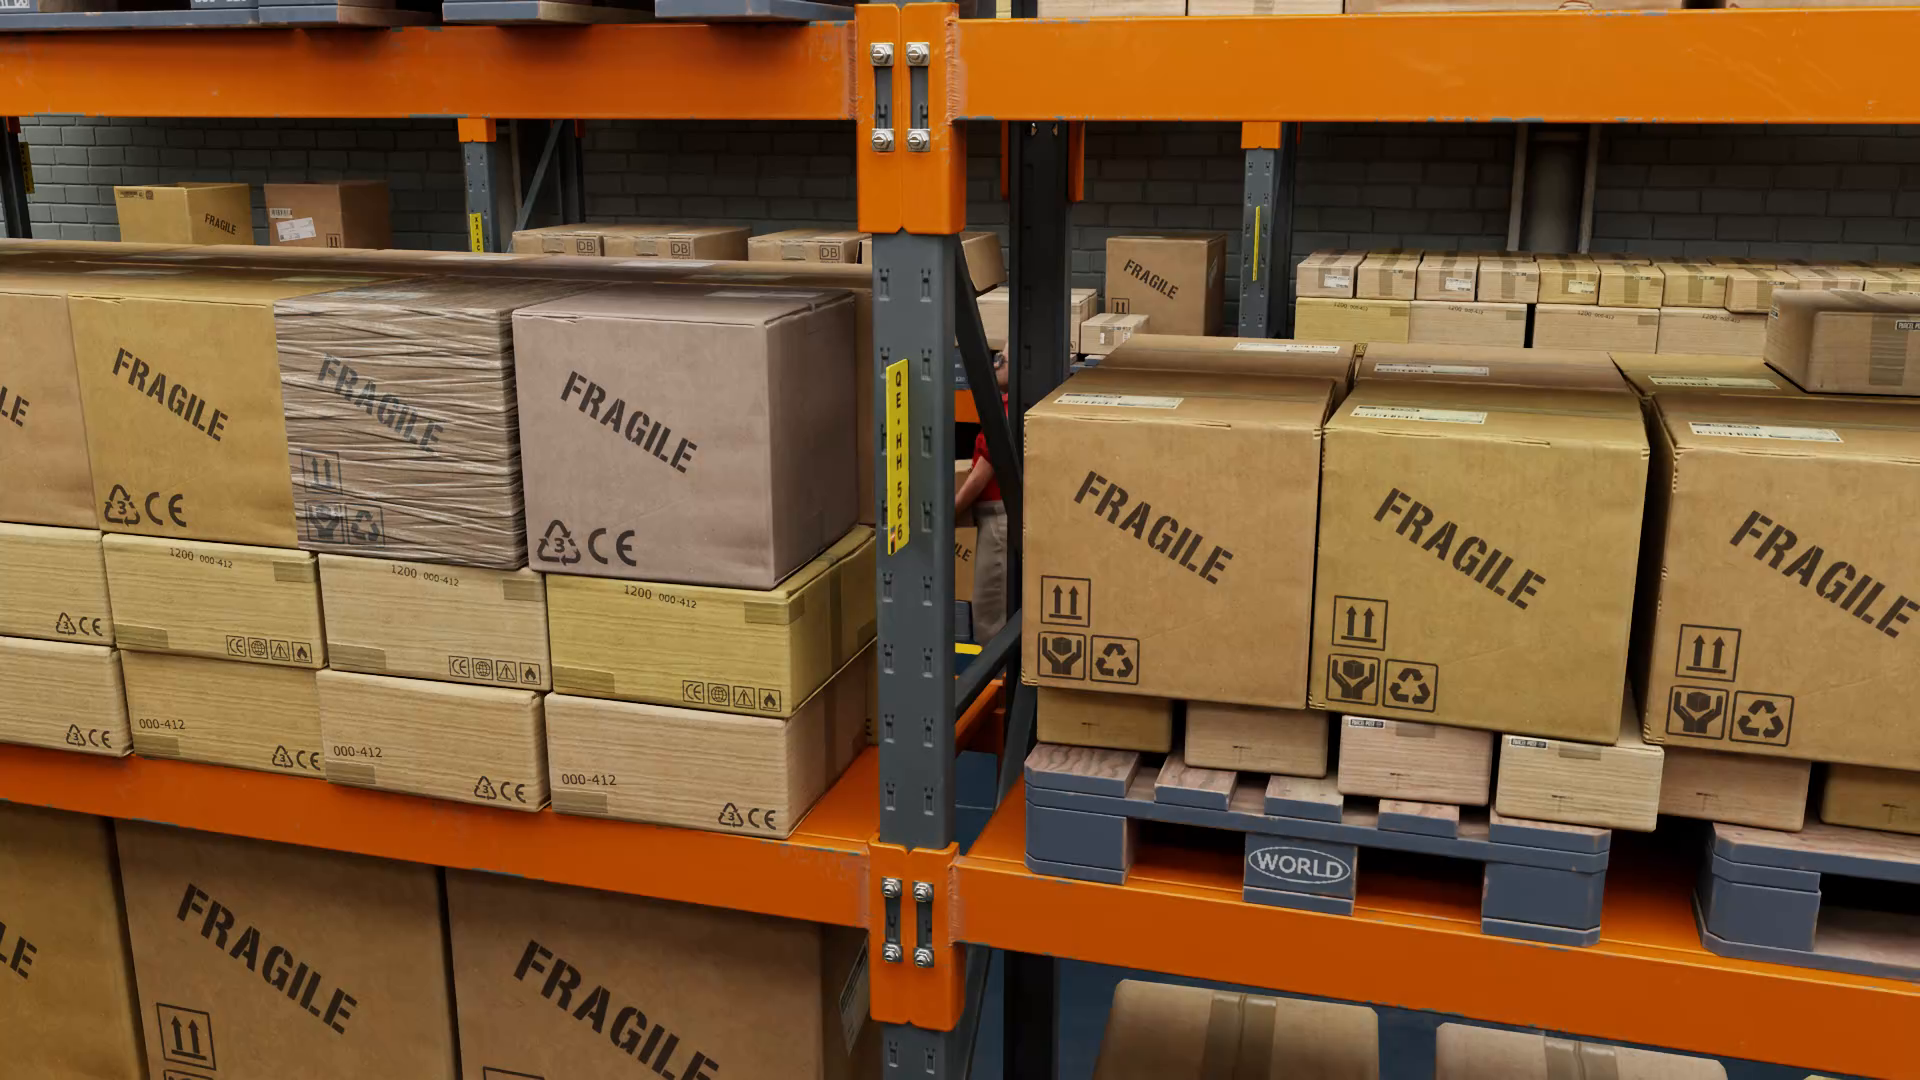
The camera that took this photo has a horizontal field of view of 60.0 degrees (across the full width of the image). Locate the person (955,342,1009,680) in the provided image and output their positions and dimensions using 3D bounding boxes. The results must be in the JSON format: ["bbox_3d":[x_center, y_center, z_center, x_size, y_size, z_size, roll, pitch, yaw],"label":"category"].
[{"bbox_3d":[0.132,-0.033,7.198,0.530,1.717,0.494,5,16,17],"label":"person"}]
